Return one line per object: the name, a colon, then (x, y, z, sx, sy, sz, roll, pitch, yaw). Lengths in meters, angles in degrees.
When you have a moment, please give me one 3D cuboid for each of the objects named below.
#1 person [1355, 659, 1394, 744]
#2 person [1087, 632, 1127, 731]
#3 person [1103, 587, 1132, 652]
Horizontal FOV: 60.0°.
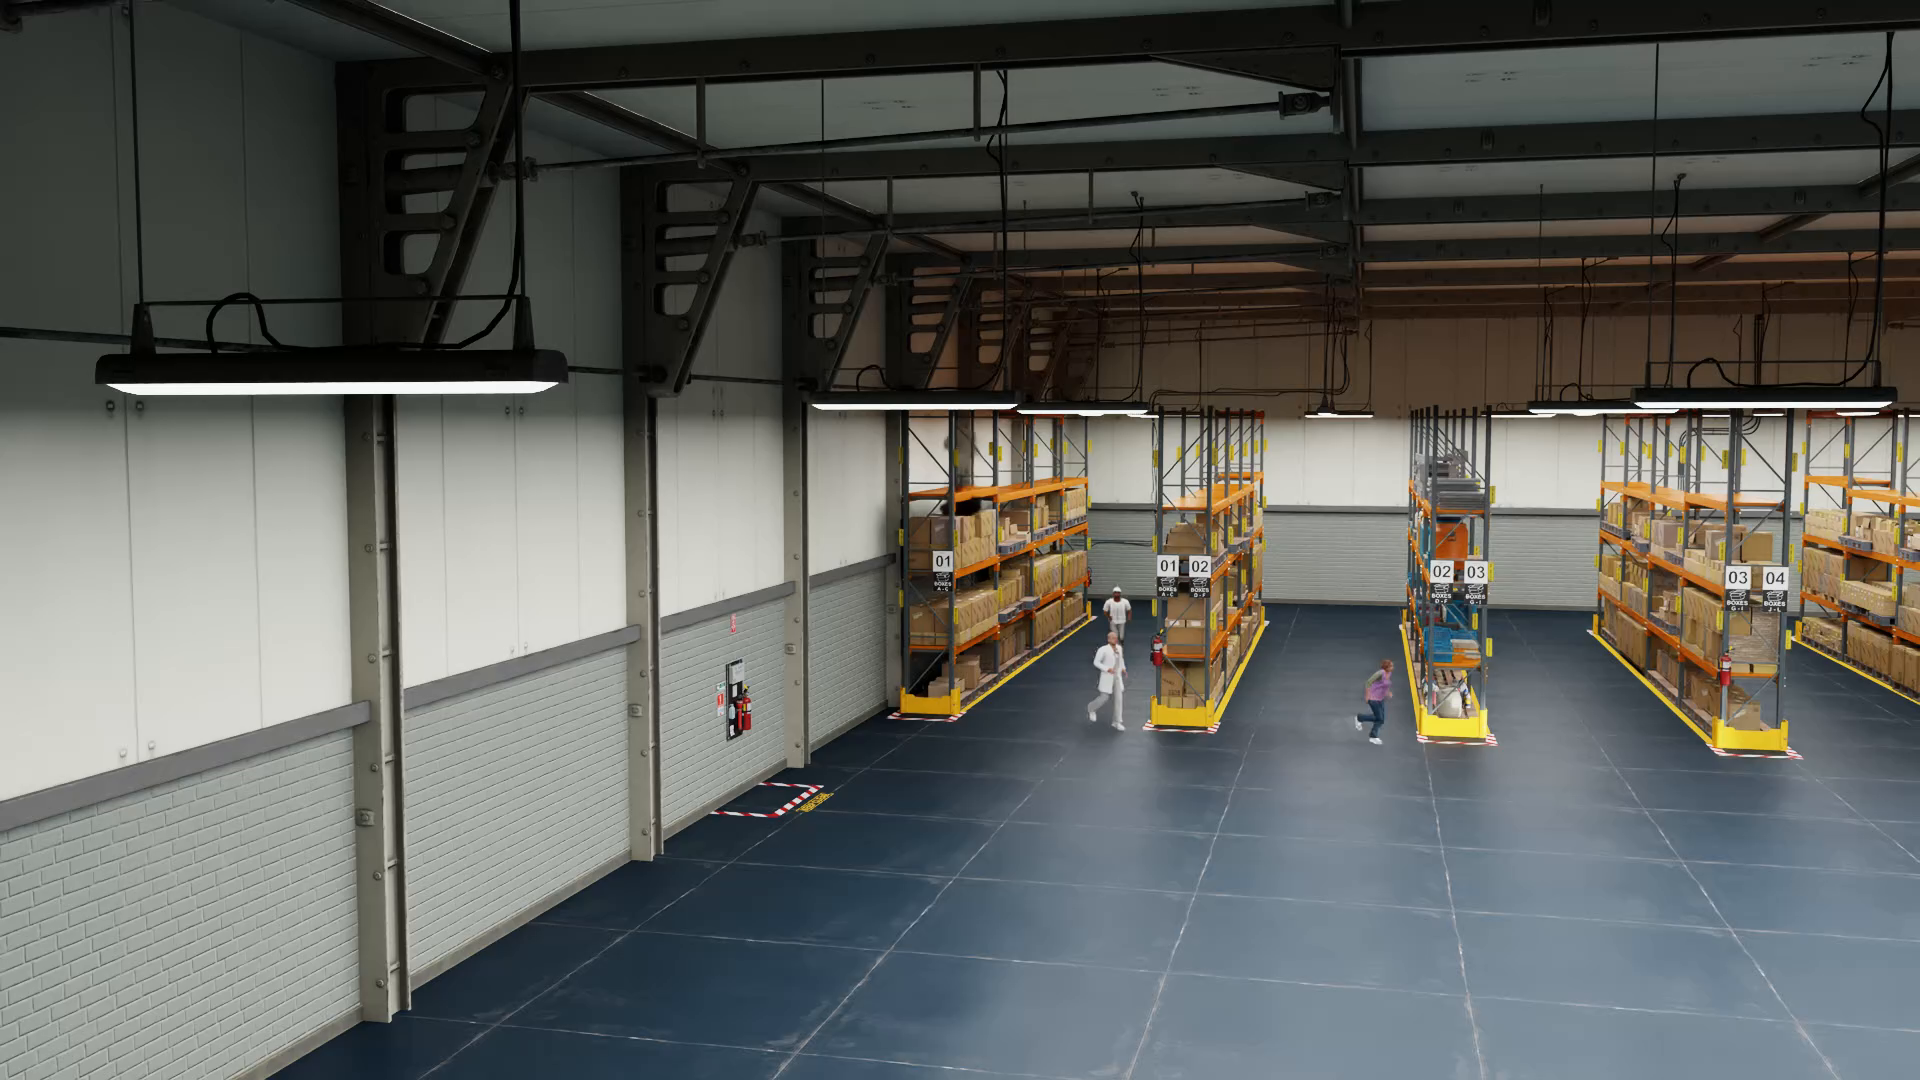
person: (7.378, 2.859, 29.594, 0.707, 1.538, 0.533, 3, 5, 38)
person: (2.820, 2.608, 31.071, 0.748, 1.785, 1.036, -2, 5, -31)
person: (3.788, 1.993, 40.054, 0.700, 1.723, 0.582, 0, 4, 3)
